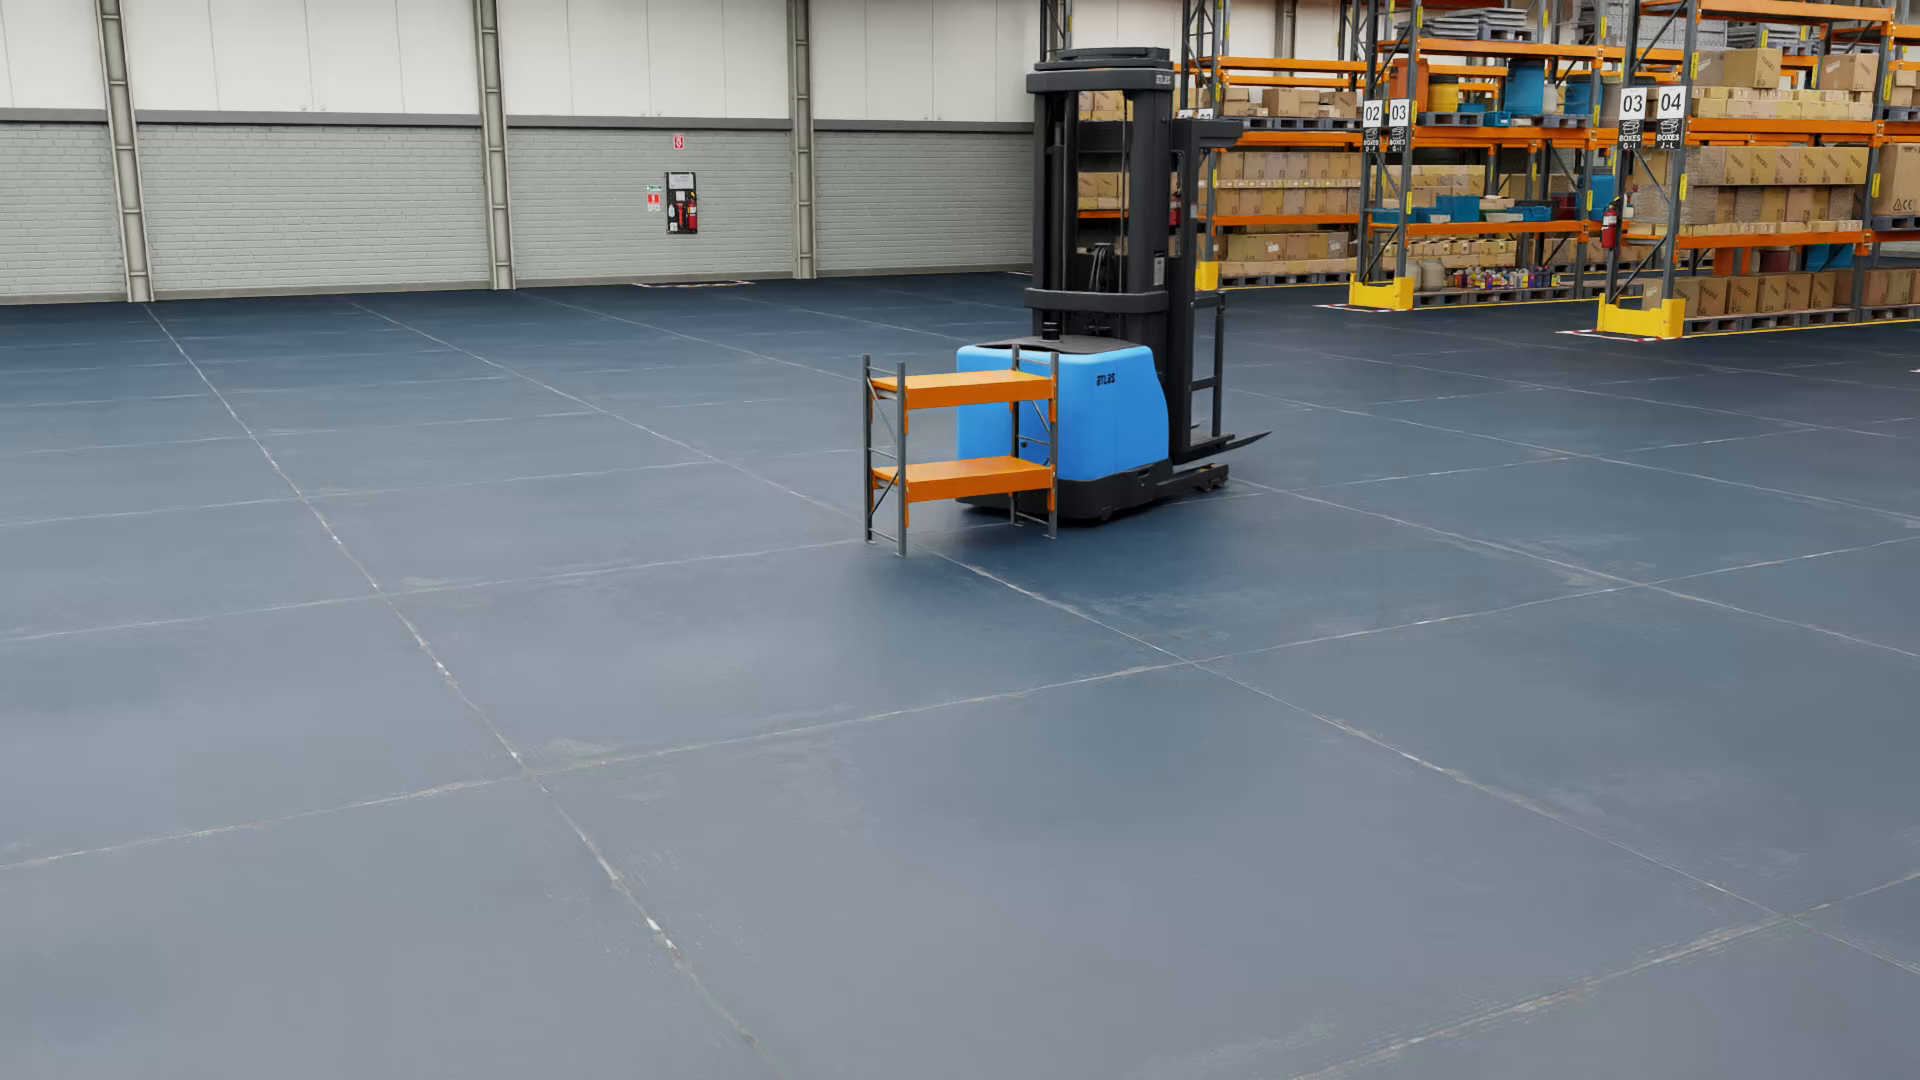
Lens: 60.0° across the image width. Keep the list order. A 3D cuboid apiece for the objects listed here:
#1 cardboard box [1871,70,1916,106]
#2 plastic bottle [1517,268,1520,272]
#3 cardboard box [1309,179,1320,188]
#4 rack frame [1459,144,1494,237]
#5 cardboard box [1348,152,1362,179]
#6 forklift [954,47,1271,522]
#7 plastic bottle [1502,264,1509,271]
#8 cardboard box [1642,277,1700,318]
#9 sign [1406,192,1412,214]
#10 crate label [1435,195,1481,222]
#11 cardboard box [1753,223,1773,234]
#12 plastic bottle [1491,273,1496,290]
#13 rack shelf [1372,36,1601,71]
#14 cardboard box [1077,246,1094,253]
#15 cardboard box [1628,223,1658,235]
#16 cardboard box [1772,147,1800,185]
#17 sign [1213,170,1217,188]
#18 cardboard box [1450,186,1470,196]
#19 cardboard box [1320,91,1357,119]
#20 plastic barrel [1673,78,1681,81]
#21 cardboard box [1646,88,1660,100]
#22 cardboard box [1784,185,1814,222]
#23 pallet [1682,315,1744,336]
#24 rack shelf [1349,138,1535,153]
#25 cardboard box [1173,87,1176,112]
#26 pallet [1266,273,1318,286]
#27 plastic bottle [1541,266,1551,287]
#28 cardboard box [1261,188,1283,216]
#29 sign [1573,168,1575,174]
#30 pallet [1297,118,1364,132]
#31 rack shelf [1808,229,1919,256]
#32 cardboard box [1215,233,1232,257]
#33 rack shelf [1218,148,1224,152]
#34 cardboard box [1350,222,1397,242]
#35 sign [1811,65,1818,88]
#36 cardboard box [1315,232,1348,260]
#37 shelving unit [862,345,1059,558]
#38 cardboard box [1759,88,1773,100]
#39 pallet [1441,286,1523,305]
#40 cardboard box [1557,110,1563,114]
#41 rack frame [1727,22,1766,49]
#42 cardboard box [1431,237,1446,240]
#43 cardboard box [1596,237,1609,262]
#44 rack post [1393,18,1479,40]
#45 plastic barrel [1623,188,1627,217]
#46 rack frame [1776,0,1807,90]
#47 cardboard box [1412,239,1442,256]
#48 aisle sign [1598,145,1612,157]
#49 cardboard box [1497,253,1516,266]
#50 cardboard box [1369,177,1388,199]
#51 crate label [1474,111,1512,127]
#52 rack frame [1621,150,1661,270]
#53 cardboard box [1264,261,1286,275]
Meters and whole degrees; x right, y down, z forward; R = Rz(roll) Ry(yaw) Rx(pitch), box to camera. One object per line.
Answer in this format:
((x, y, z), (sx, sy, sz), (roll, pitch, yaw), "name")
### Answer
((13.036, -6.405, 23.629), (0.637, 0.503, 0.797), (-8, 15, -31), "cardboard box")
((9.494, -4.492, 28.333), (0.133, 0.283, 0.061), (-7, 14, -28), "plastic bottle")
((6.582, -6.728, 31.380), (0.250, 0.149, 0.380), (-6, 14, -26), "cardboard box")
((12.478, -8.362, 40.345), (0.127, 3.000, 1.000), (-7, 14, -28), "rack frame")
((7.447, -7.200, 31.999), (0.500, 0.500, 0.700), (-7, 14, -28), "cardboard box")
((1.228, -1.817, 11.418), (1.130, 2.935, 3.031), (9, 15, 35), "forklift")
((9.296, -4.528, 28.342), (0.185, 0.351, 0.144), (-6, 14, -26), "plastic bottle")
((9.622, -3.283, 22.516), (0.500, 0.500, 0.500), (-4, 13, -17), "cardboard box")
((6.952, -5.219, 25.748), (0.005, 0.325, 0.100), (-7, 14, -28), "sign")
((8.178, -5.453, 27.340), (0.616, 0.435, 0.502), (-7, 14, -28), "crate label")
((10.793, -4.236, 22.585), (0.250, 0.149, 0.380), (-7, 14, -28), "cardboard box")
((8.734, -4.240, 27.244), (0.097, 0.271, 0.097), (0, 13, 0), "plastic bottle")
((8.448, -7.781, 26.651), (4.000, 0.370, 1.077), (-7, 14, -28), "rack shelf")
((2.596, -6.058, 35.229), (0.500, 0.311, 0.500), (-9, 15, -34), "cardboard box")
((9.217, -4.183, 22.348), (0.250, 0.149, 0.380), (-7, 14, -28), "cardboard box")
((10.995, -5.081, 22.582), (0.500, 0.500, 0.500), (-7, 14, -28), "cardboard box")
((4.583, -6.498, 29.913), (0.005, 0.325, 0.100), (-7, 14, -28), "sign")
((9.879, -6.856, 33.426), (0.500, 0.500, 0.500), (-8, 15, -31), "cardboard box")
((7.265, -8.349, 31.954), (0.500, 0.500, 0.500), (-6, 14, -23), "cardboard box")
((12.889, -7.695, 29.409), (0.600, 0.901, 0.600), (0, 13, 0), "plastic barrel")
((9.160, -5.910, 22.051), (0.250, 0.149, 0.380), (-7, 14, -28), "cardboard box")
((11.306, -4.697, 23.156), (0.500, 0.500, 0.875), (-7, 14, -28), "cardboard box")
((9.862, -2.962, 22.702), (1.213, 0.211, 1.003), (-7, 14, -28), "pallet")
((9.589, -7.889, 33.050), (4.000, 0.370, 1.077), (-7, 14, -28), "rack shelf")
((4.217, -9.308, 35.168), (0.500, 0.500, 0.500), (-7, 15, -30), "cardboard box")
((6.043, -5.001, 31.761), (1.213, 0.211, 1.003), (-7, 14, -28), "pallet")
((9.776, -4.410, 27.816), (0.185, 0.351, 0.144), (-7, 15, -29), "plastic bottle")
((5.635, -6.348, 31.168), (0.500, 0.500, 0.700), (-7, 14, -27), "cardboard box")
((15.729, -9.351, 42.589), (0.005, 0.325, 0.100), (-7, 14, -28), "sign")
((7.097, -7.891, 31.625), (1.213, 0.211, 1.003), (-7, 14, -28), "pallet")
((14.332, -4.516, 24.894), (4.000, 0.370, 1.077), (-7, 14, -28), "rack shelf")
((6.094, -6.596, 37.190), (0.500, 0.500, 0.700), (-6, 14, -26), "cardboard box")
((3.701, -8.422, 35.420), (4.000, 0.370, 1.077), (-7, 14, -28), "rack shelf")
((9.676, -7.149, 38.896), (0.750, 0.750, 0.750), (-7, 14, -29), "cardboard box")
((12.307, -6.671, 23.925), (0.005, 0.325, 0.100), (-7, 14, -28), "sign")
((7.086, -5.654, 31.911), (0.500, 0.500, 0.500), (-7, 14, -28), "cardboard box")
((0.006, -0.549, 9.902), (1.048, 1.125, 0.538), (-7, 14, -28), "shelving unit")
((10.576, -5.935, 22.163), (0.250, 0.149, 0.380), (-8, 15, -30), "cardboard box")
((8.522, -4.059, 27.575), (1.213, 0.211, 1.003), (-7, 14, -28), "pallet")
((12.159, -8.605, 34.366), (0.500, 0.500, 0.910), (-7, 14, -28), "cardboard box")
((13.714, -8.958, 29.333), (0.127, 3.000, 1.000), (-7, 14, -28), "rack frame")
((9.838, -6.015, 33.947), (0.500, 0.311, 0.500), (-7, 15, -29), "cardboard box")
((13.681, -6.192, 35.397), (0.500, 0.500, 0.500), (-7, 14, -27), "cardboard box")
((7.417, -7.928, 25.892), (0.954, 0.300, 0.937), (-5, 14, -22), "rack post")
((11.148, -5.736, 28.366), (0.433, 0.535, 0.433), (0, 13, 0), "plastic barrel")
((18.366, -10.755, 37.316), (0.127, 3.000, 1.000), (-7, 14, -28), "rack frame")
((9.211, -5.805, 33.012), (0.500, 0.311, 0.500), (-7, 15, -30), "cardboard box")
((16.196, -10.001, 41.706), (0.004, 0.787, 0.394), (-7, 14, -28), "aisle sign")
((10.999, -5.748, 34.036), (0.500, 0.250, 0.500), (-6, 14, -27), "cardboard box")
((9.516, -8.146, 38.437), (0.500, 0.500, 0.500), (-6, 14, -26), "cardboard box")
((8.494, -6.714, 26.531), (0.408, 0.251, 0.502), (-7, 14, -28), "crate label")
((14.855, -7.407, 36.105), (0.127, 3.000, 1.000), (-7, 14, -28), "rack frame")
((5.776, -5.128, 31.281), (0.500, 0.250, 0.500), (-7, 14, -28), "cardboard box")
